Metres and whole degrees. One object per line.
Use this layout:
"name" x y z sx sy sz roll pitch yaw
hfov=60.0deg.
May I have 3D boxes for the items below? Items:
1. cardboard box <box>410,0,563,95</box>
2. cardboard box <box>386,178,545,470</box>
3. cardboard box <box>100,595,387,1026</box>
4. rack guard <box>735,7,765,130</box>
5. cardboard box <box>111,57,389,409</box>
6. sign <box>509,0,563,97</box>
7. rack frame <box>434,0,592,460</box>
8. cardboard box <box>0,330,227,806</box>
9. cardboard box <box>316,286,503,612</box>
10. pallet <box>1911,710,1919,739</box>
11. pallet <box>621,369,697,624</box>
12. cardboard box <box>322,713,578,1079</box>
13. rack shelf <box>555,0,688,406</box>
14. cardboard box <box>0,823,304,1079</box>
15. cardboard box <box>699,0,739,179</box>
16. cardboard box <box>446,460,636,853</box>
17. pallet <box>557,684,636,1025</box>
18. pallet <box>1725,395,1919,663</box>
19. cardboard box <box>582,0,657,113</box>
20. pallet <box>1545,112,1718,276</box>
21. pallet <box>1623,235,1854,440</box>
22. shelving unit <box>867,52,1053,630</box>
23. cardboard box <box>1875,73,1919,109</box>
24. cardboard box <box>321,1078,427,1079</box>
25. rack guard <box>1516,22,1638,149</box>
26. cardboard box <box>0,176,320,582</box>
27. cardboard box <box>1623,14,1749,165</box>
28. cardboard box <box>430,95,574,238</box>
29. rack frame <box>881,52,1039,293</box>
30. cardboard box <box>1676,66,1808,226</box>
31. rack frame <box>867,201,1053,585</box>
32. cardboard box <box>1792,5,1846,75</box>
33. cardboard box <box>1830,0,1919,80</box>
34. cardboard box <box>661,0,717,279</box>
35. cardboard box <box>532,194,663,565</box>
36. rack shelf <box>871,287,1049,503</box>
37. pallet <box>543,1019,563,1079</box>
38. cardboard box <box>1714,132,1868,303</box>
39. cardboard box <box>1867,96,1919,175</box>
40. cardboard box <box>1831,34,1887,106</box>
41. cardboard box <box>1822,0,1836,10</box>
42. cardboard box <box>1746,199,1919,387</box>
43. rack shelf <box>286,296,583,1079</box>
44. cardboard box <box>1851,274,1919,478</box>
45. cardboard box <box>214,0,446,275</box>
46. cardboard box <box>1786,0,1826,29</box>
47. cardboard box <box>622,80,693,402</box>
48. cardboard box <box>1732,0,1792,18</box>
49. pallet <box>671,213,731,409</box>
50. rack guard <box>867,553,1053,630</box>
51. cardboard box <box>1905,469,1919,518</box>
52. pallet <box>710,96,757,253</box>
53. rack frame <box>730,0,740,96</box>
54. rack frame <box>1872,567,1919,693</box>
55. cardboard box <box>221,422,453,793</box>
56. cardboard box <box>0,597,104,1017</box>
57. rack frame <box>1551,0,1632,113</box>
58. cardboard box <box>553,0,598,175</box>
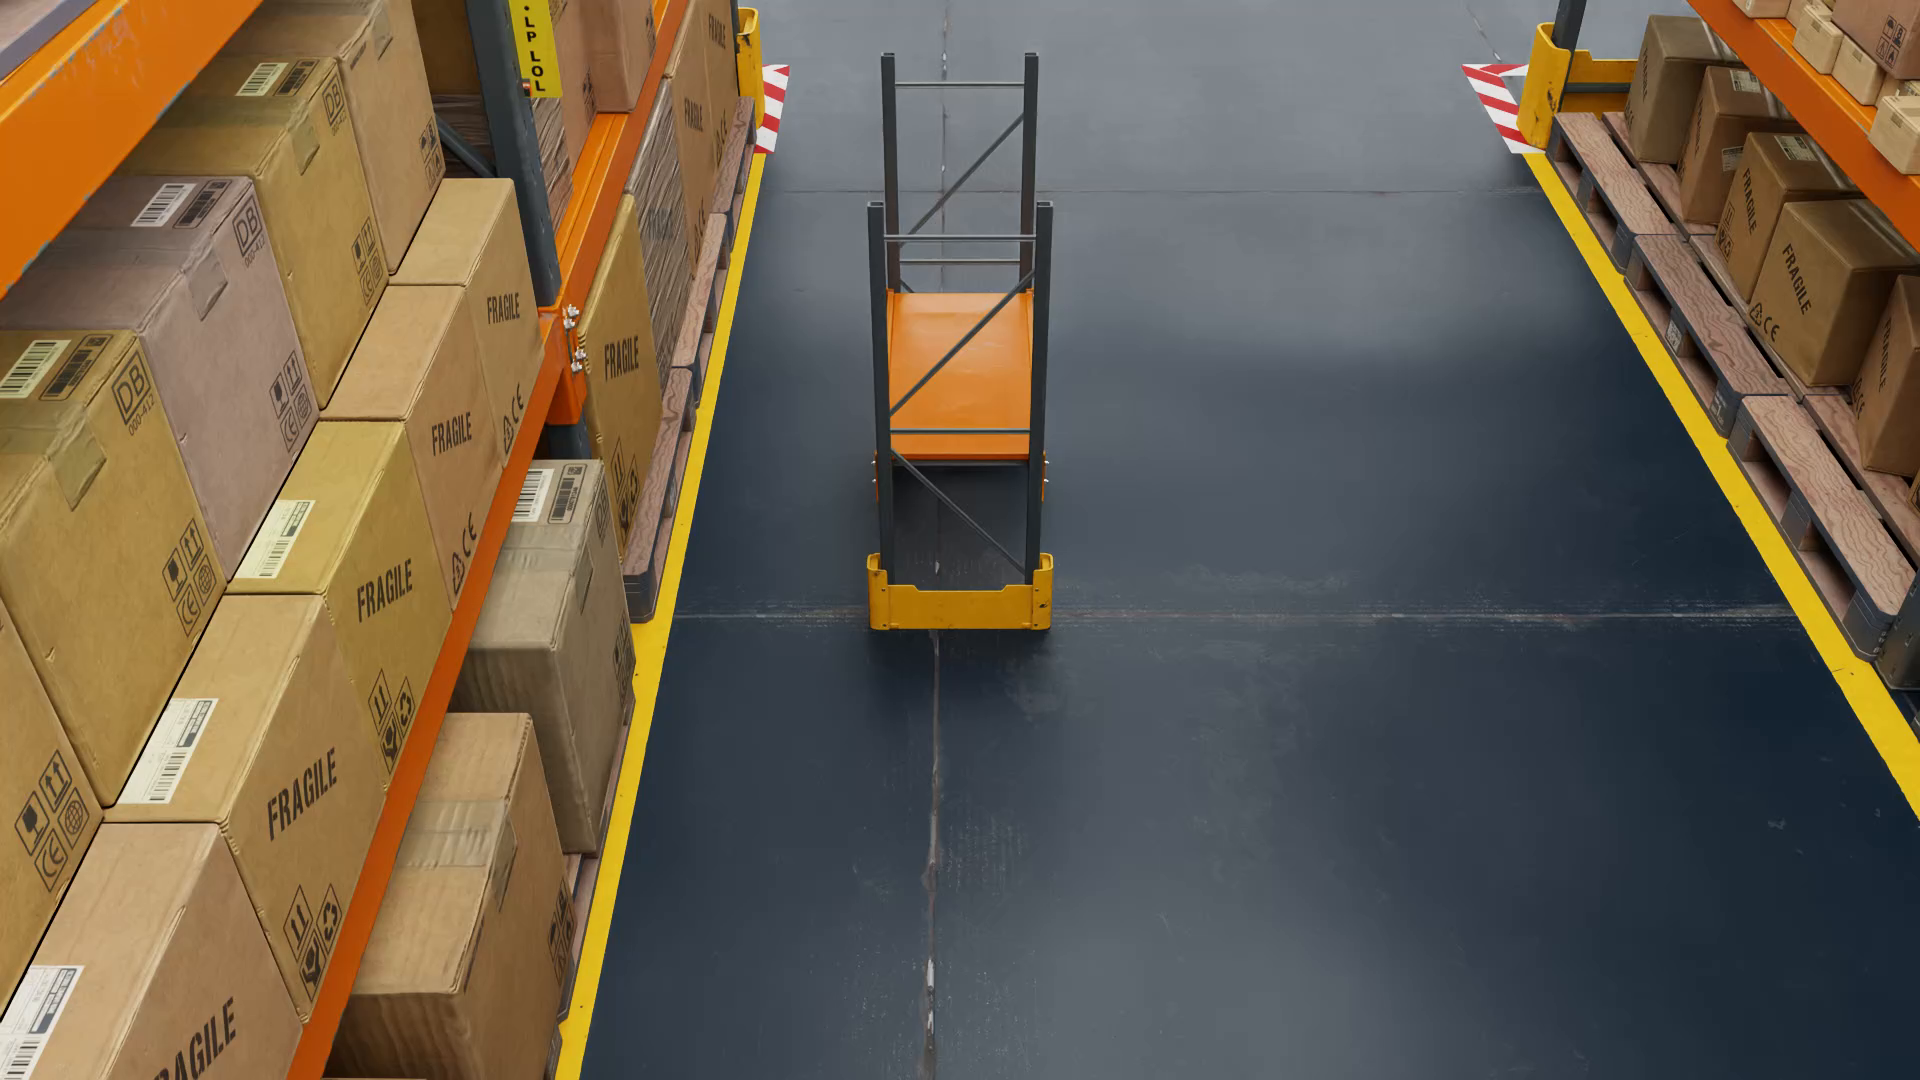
"cardboard box" -1.542 -1.507 4.249 0.875 0.550 0.550 0 39 0
"cardboard box" -1.308 -0.510 3.907 0.500 0.500 0.500 0 39 0
"cardboard box" -1.304 0.440 2.722 0.500 0.500 0.500 0 39 -1
"rack guard" -1.581 -2.338 8.267 1.175 0.500 0.348 0 39 0
"cardboard box" -1.567 -0.594 3.213 0.700 0.500 0.500 -1 39 -1
"sign" -1.033 -1.224 4.016 0.100 0.325 0.005 0 39 0
"rack frame" -1.576 -0.797 4.345 1.000 3.000 0.127 0 39 0
"cardboard box" -1.568 0.038 2.424 0.700 0.500 0.500 0 39 0
"cardboard box" -1.308 -0.194 3.513 0.500 0.500 0.500 0 39 -1
"pallet" 3.386 0.838 4.536 1.003 0.211 1.213 0 39 0
"pallet" -1.499 -0.184 5.811 1.003 0.211 1.213 0 39 0
"cardboard box" -1.488 0.909 3.681 1.050 0.750 0.750 0 39 0
"rack shelf" -1.578 -1.767 6.131 1.077 0.370 4.000 0 39 0
"cardboard box" -1.306 0.751 2.334 0.500 0.500 0.500 0 39 0
"cardboard box" -1.514 -2.209 7.471 0.875 0.875 0.875 0 39 0
"cardboard box" -1.485 0.305 4.433 1.050 0.750 0.750 0 39 0
"pallet" -1.500 0.774 4.615 1.003 0.211 1.213 0 39 0
"pallet" 3.348 -0.069 5.667 1.003 0.211 1.213 0 39 0
"cardboard box" -1.495 -1.768 5.437 0.875 0.550 0.550 0 39 0
"pallet" 3.345 -1.595 7.571 1.003 0.211 1.213 0 39 0
"pallet" 3.344 -0.834 6.622 1.003 0.211 1.213 0 39 0
"shelving unit" 0.000 -0.633 5.340 0.587 1.500 1.083 0 39 0
"cardboard box" 3.179 -1.399 5.298 0.380 0.149 0.250 0 39 0
"cardboard box" -1.487 1.491 2.954 1.050 0.750 0.750 1 39 1
"rack guard" 3.379 -2.215 8.115 1.175 0.500 0.348 0 39 0
"cardboard box" -1.567 -0.278 2.818 0.700 0.500 0.500 0 39 0
"cardboard box" 3.363 -2.036 7.555 0.500 0.500 0.500 7 39 8
"cardboard box" -1.588 -1.086 4.586 0.875 0.550 0.550 0 39 0
"rack frame" -0.001 -0.957 5.744 0.500 1.500 0.032 0 39 0
"cardboard box" 3.398 -1.663 7.089 0.500 0.500 0.500 10 40 12
"rack frame" 0.000 -0.321 4.951 0.500 1.500 0.032 0 39 0
"cardboard box" 3.103 -1.711 5.688 0.380 0.149 0.250 0 39 0
"cardboard box" 3.379 -1.799 5.278 0.875 0.500 0.500 0 39 0
"cardboard box" -1.511 -1.659 6.784 0.875 0.875 0.875 -1 39 -1
"cardboard box" -1.507 -0.525 5.369 0.875 0.875 0.875 1 39 1
"rack shelf" 0.000 -0.498 5.460 0.538 0.185 1.000 0 39 0
"pallet" -1.496 1.539 3.661 1.003 0.211 1.213 0 39 0
"cardboard box" 3.380 -1.271 6.601 0.500 0.500 0.500 3 39 4
"cardboard box" 3.047 -1.242 5.102 0.380 0.149 0.250 0 39 0
"cardboard box" 3.138 -1.555 5.493 0.380 0.149 0.250 0 39 0
"cardboard box" 3.419 -2.112 5.668 0.875 0.500 0.500 0 39 0
"cardboard box" 3.336 -0.922 6.165 0.500 0.500 0.500 -3 39 -4
"rack shelf" -1.574 0.735 3.010 1.077 0.370 4.000 0 39 0
"cardboard box" 3.415 -0.534 5.681 0.500 0.500 0.500 12 40 14
"cardboard box" -1.570 -0.915 3.614 0.700 0.500 0.500 -1 39 -1
"cardboard box" 3.179 -1.868 5.883 0.380 0.149 0.250 0 39 0
"cardboard box" -1.512 -1.088 6.073 0.875 0.875 0.875 0 39 0
"cardboard box" 3.046 -2.024 6.078 0.380 0.149 0.250 0 39 0
"pallet" -1.503 -0.949 6.765 1.003 0.211 1.213 0 39 0
"rack guard" 0.000 0.166 5.343 0.587 0.250 0.087 0 39 0
"cardboard box" 3.424 -0.176 5.234 0.500 0.500 0.500 -1 39 -1
"pallet" -1.502 -1.710 7.715 1.003 0.211 1.213 0 39 0
"rack frame" -1.581 -3.298 7.467 1.000 3.000 0.127 0 39 0
"rack frame" 3.384 -0.737 4.271 1.000 3.000 0.127 0 39 0
"cardboard box" -1.307 0.122 3.119 0.500 0.500 0.500 0 39 0
"cardboard box" -1.567 0.358 2.025 0.700 0.500 0.500 -1 39 -1
"rack frame" 3.379 -3.238 7.392 1.000 3.000 0.127 0 39 0
"cardboard box" -1.612 -1.430 5.016 0.875 0.550 0.550 0 39 0
